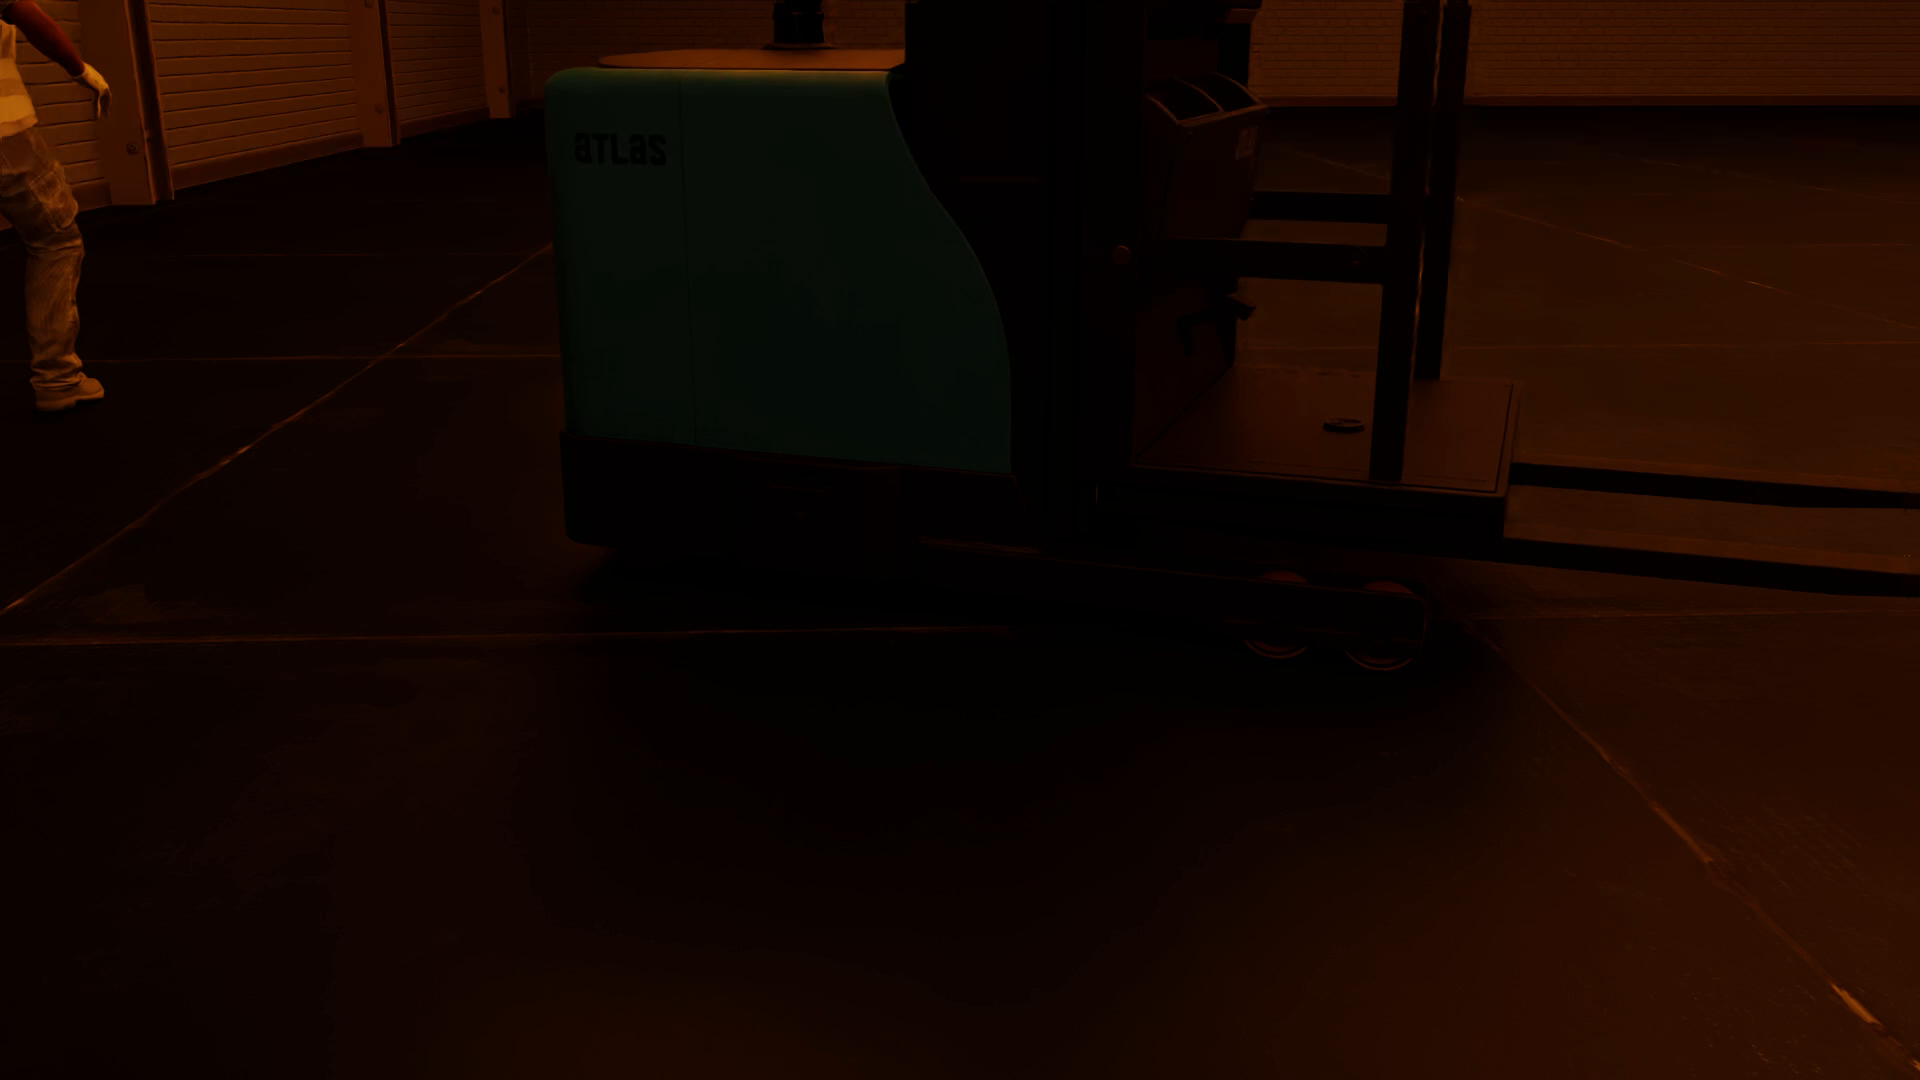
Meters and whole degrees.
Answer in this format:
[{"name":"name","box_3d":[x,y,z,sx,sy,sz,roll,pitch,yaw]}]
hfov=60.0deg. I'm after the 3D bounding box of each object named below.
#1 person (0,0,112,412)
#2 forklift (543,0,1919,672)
[{"name":"person","box_3d":[-2.972,-1.218,5.023,0.808,1.723,0.592,3,17,9]},{"name":"forklift","box_3d":[0.694,-1.330,3.257,3.031,2.935,1.130,6,18,18]}]
